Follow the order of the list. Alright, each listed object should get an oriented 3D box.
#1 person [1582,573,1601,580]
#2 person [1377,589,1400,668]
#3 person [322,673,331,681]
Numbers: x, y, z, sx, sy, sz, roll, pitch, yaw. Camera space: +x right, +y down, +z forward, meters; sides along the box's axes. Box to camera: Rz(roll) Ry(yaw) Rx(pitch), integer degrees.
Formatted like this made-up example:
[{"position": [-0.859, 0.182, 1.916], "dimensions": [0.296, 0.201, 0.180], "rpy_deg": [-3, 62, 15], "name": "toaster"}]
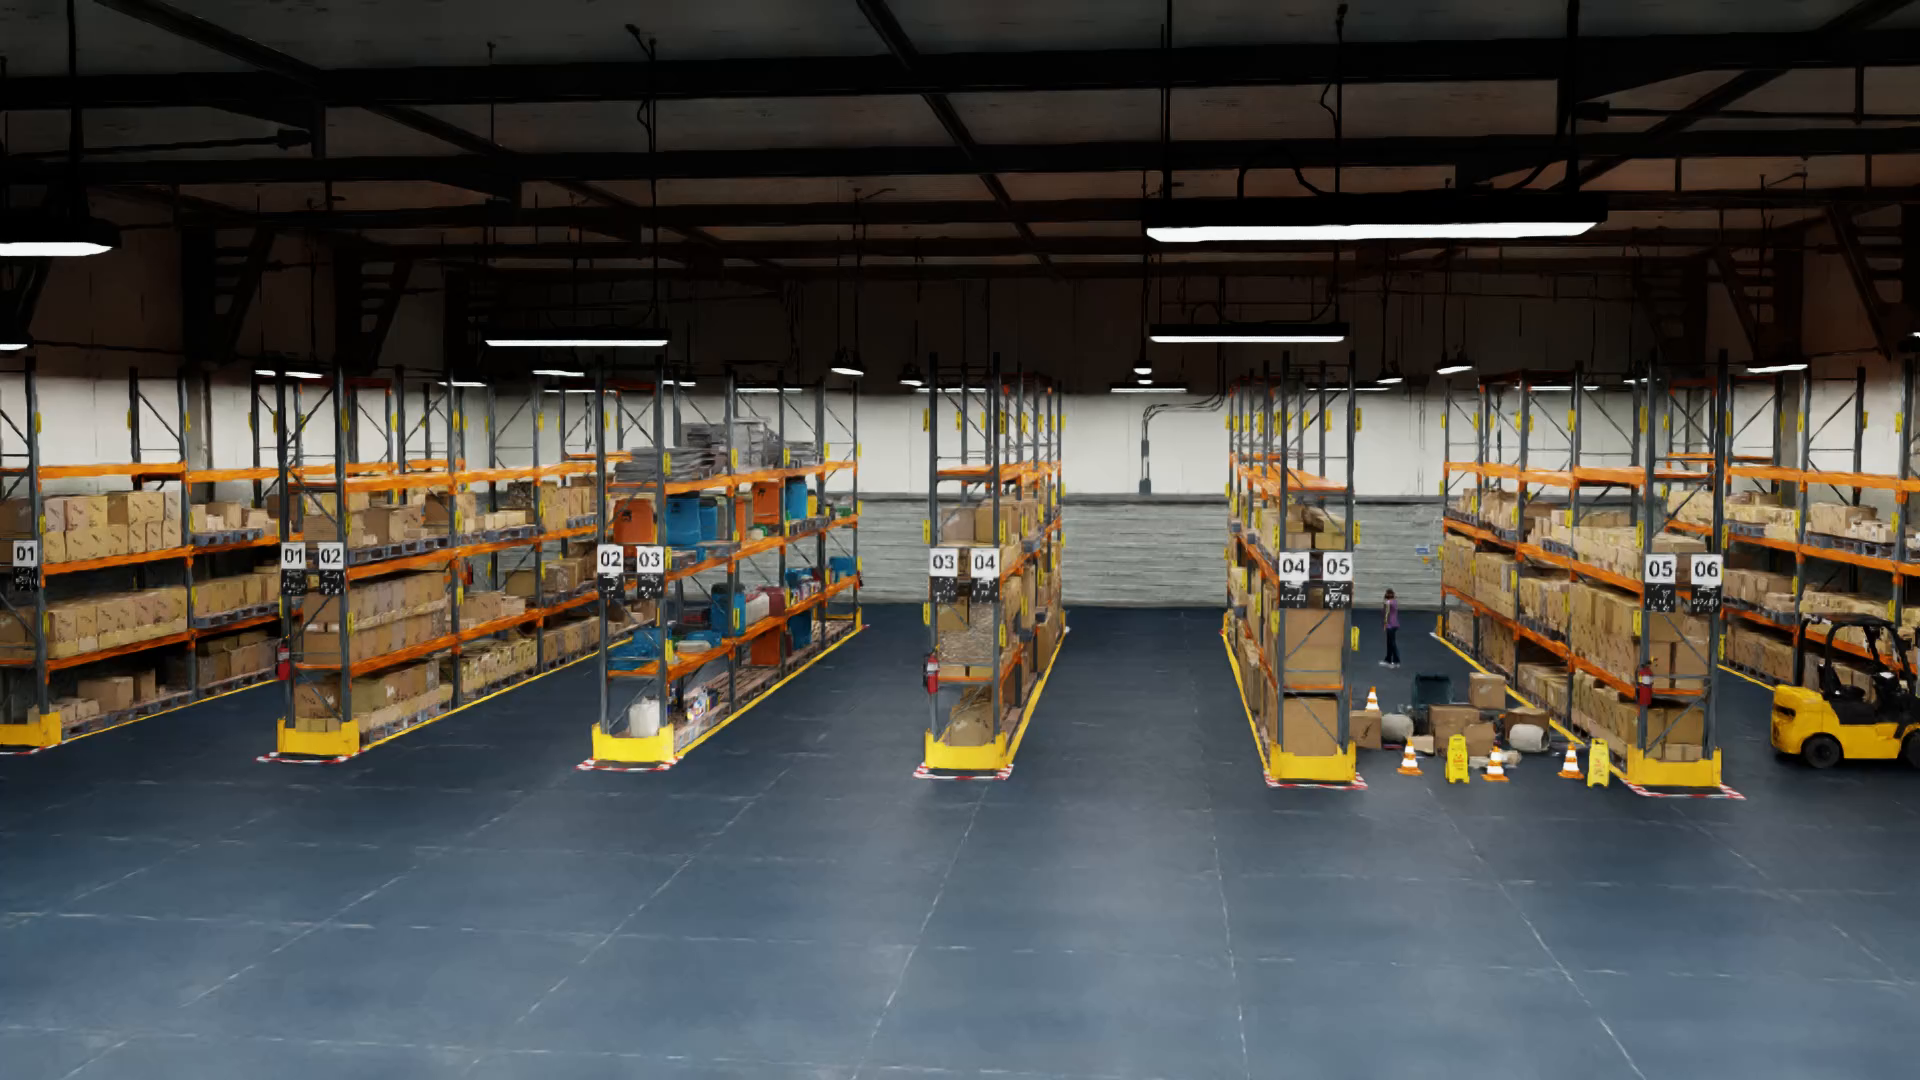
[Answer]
[{"position": [16.207, 1.169, 42.598], "dimensions": [0.477, 1.641, 0.573], "rpy_deg": [-2, 5, -28], "name": "person"}, {"position": [8.787, 1.788, 34.021], "dimensions": [0.532, 1.588, 0.525], "rpy_deg": [3, 5, 32], "name": "person"}, {"position": [-10.972, 2.081, 28.967], "dimensions": [0.497, 1.731, 0.588], "rpy_deg": [3, 5, 38], "name": "person"}]
